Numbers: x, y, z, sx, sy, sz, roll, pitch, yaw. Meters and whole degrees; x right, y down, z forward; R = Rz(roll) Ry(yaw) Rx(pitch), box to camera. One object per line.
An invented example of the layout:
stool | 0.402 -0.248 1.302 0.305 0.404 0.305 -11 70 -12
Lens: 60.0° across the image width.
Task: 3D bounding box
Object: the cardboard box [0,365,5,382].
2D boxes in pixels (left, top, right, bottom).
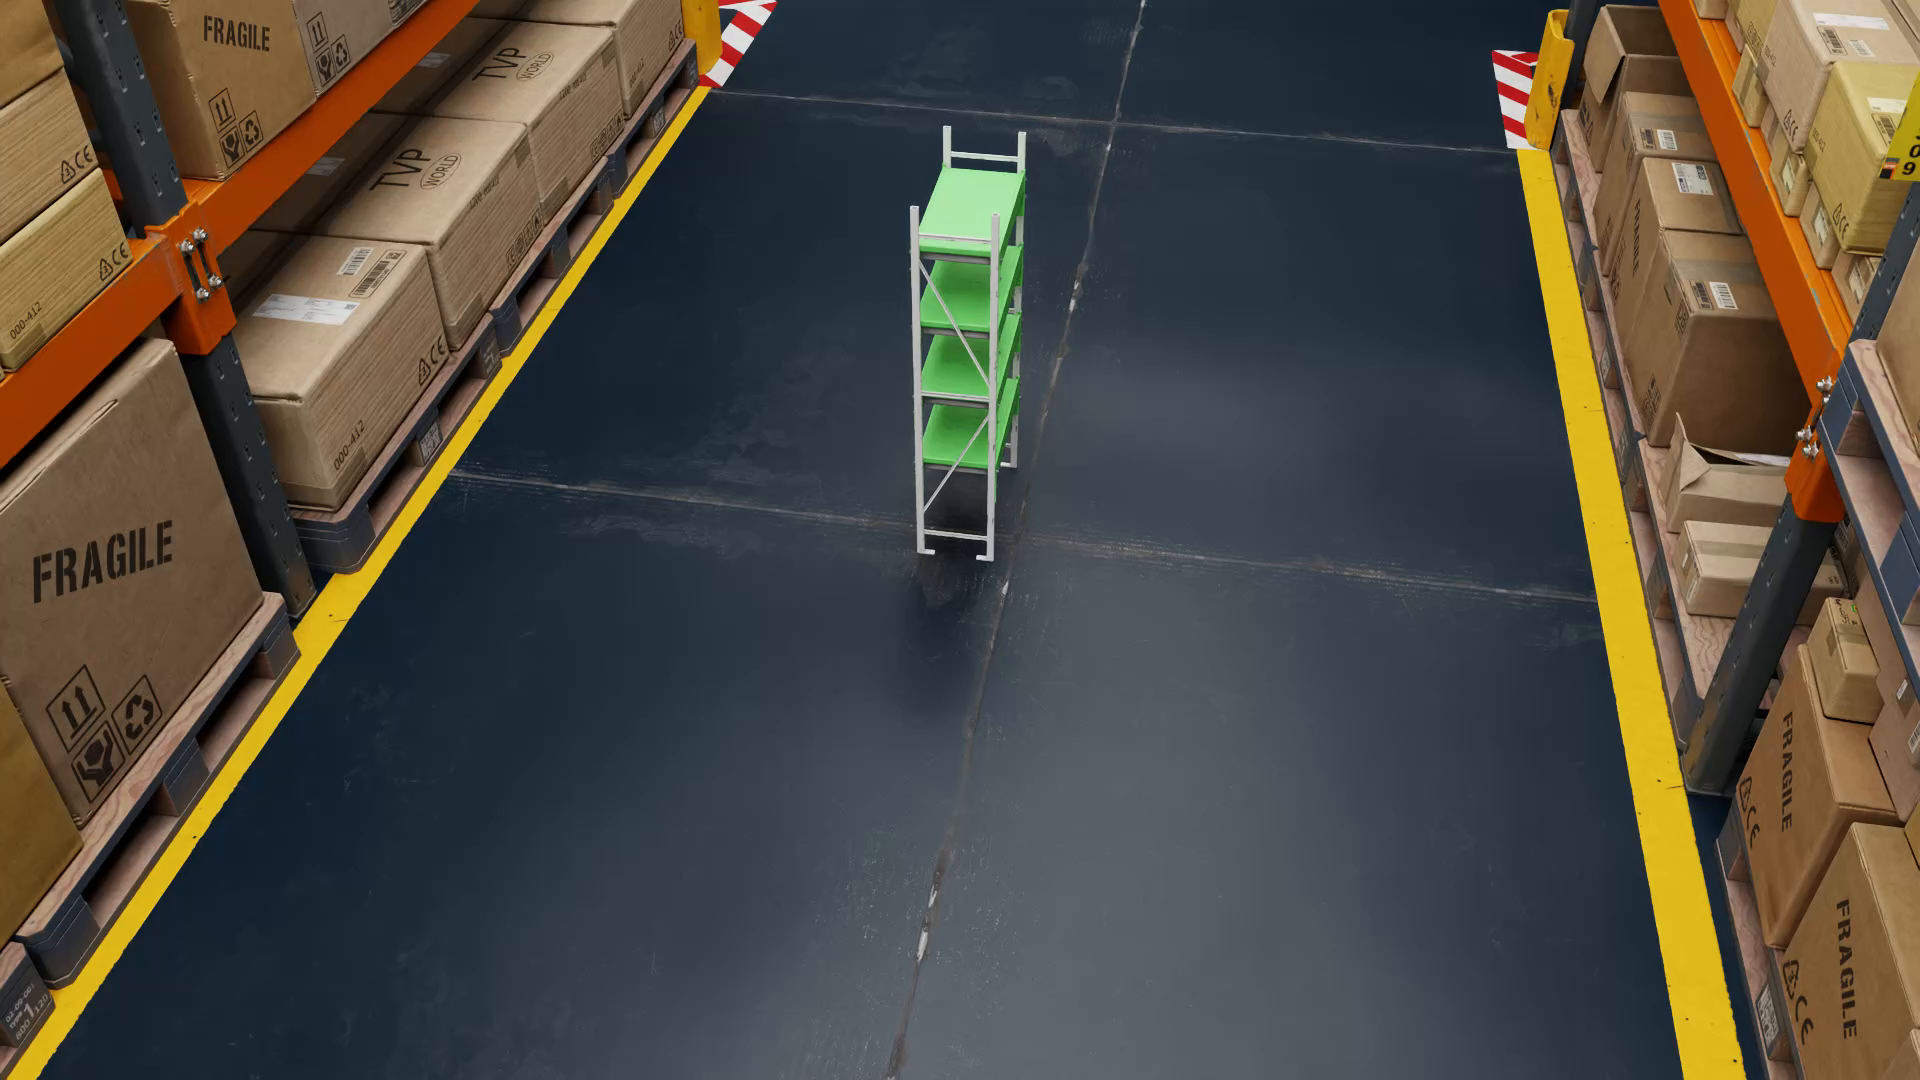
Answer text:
cardboard box | -2.370 -0.321 3.402 0.500 0.250 0.500 6 40 7

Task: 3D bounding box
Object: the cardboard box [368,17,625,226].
cardboard box | -1.925 -1.692 6.623 0.875 0.438 0.875 7 40 9

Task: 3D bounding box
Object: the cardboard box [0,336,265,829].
cardboard box | -2.480 0.047 4.176 0.875 0.875 0.875 8 40 9

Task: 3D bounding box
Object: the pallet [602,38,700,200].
pallet | -1.821 -1.933 7.422 1.003 0.211 1.213 6 40 8

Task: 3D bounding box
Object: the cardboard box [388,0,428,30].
cardboard box | -1.929 -1.938 5.162 0.500 0.500 0.500 7 40 8

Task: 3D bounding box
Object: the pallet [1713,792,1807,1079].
pallet | 2.334 1.127 3.722 1.003 0.211 1.213 6 40 8

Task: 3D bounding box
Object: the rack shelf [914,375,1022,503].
rack shelf | 0.029 -0.332 5.187 0.258 0.148 0.480 6 40 8

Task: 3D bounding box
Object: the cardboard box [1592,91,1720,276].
cardboard box | 2.745 -1.266 6.059 0.700 0.500 0.500 8 40 9

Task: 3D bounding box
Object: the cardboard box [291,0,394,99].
cardboard box | -2.021 -1.627 4.785 0.500 0.500 0.500 7 40 8

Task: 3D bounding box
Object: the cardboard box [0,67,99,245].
cardboard box | -2.288 -0.839 3.636 0.500 0.250 0.500 6 40 8

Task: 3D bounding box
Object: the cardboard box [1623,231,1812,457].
cardboard box | 2.565 -0.614 5.271 0.700 0.500 0.500 5 40 6

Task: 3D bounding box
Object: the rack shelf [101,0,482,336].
rack shelf | -2.105 -1.985 5.862 1.077 0.370 4.000 6 40 8

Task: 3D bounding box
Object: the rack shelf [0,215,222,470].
rack shelf | -2.798 0.525 2.826 1.077 0.370 4.000 6 40 8

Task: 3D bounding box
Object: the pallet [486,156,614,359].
pallet | -2.034 -1.169 6.499 1.003 0.211 1.213 6 40 8

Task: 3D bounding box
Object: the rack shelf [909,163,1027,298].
rack shelf | 0.029 -0.887 4.728 0.258 0.148 0.480 6 40 8

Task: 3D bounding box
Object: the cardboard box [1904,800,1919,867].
cardboard box | 2.109 0.629 3.258 0.380 0.149 0.250 4 40 5

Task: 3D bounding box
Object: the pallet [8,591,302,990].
pallet | -2.511 0.560 4.407 1.003 0.211 1.213 6 40 8

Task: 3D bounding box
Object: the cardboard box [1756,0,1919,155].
cardboard box | 2.358 -1.182 4.210 0.500 0.250 0.500 7 40 8

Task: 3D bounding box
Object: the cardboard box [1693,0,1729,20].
cardboard box | 2.506 -1.729 5.185 0.380 0.149 0.250 7 40 9

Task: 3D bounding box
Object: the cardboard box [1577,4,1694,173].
cardboard box | 2.931 -1.799 6.702 0.797 0.503 0.637 5 40 6

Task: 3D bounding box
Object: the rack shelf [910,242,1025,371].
rack shelf | 0.029 -0.702 4.881 0.258 0.148 0.480 6 40 8

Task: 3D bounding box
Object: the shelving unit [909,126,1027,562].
shelving unit | 0.029 -0.566 4.993 0.258 1.200 0.503 6 40 8

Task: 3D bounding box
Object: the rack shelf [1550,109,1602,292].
rack shelf | -12.545 -0.712 3.915 30.696 2.800 11.642 6 40 8

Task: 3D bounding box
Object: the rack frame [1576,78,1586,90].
rack frame | 3.127 -2.973 6.492 0.949 2.616 0.053 6 40 8

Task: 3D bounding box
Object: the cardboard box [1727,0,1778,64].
cardboard box | 2.457 -1.493 4.587 0.500 0.250 0.500 6 40 7

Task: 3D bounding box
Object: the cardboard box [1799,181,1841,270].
cardboard box | 2.268 -0.759 4.012 0.380 0.149 0.250 7 40 9

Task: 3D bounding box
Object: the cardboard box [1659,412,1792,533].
cardboard box | 2.307 -0.177 4.926 0.396 0.266 0.258 8 40 9

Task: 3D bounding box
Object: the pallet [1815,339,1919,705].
pallet | 2.192 0.101 2.925 1.003 0.211 1.213 6 40 8

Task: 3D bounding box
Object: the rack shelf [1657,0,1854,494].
rack shelf | 2.784 -1.440 5.203 1.077 0.370 4.000 6 40 8

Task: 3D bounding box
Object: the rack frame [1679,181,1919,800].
rack frame | 2.438 -0.463 3.455 1.000 3.000 0.127 6 40 8

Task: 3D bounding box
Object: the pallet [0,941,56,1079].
pallet | -2.720 1.328 3.479 1.003 0.211 1.213 6 40 8

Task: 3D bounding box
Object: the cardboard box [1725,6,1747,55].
cardboard box | 2.529 -1.560 4.980 0.380 0.149 0.250 6 40 8

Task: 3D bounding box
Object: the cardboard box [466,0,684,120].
cardboard box | -1.775 -2.267 7.319 0.875 0.438 0.875 5 40 6

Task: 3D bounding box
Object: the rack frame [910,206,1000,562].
rack frame | -0.014 -0.413 4.808 0.240 1.200 0.015 6 40 8

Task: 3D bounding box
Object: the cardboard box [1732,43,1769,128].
cardboard box | 2.378 -1.250 4.605 0.380 0.149 0.250 6 40 7

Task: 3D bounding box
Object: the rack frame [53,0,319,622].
rack frame | -2.452 -1.008 4.115 1.000 3.000 0.127 6 40 8

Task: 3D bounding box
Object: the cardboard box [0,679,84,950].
cardboard box | -2.629 0.615 3.490 0.875 0.875 0.875 7 40 9

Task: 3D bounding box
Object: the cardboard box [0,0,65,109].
cardboard box | -2.282 -1.123 3.391 0.500 0.500 0.500 8 40 9

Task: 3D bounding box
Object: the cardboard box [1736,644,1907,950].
cardboard box | 2.133 0.618 3.781 0.500 0.500 0.500 8 40 10

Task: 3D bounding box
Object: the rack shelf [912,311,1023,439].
rack shelf | 0.029 -0.517 5.034 0.258 0.148 0.480 6 40 8

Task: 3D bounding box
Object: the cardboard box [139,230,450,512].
cardboard box | -2.237 -0.564 5.259 0.875 0.438 0.875 6 40 7

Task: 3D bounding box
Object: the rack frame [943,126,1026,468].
rack frame | 0.071 -0.719 5.179 0.240 1.200 0.015 6 40 8

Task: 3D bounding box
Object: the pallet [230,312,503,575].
pallet | -2.243 -0.401 5.570 1.003 0.211 1.213 6 40 8

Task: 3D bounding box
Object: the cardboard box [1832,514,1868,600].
cardboard box | 2.785 0.023 4.648 0.500 0.311 0.500 8 40 9

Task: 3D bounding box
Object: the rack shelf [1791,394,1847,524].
rack shelf | 2.092 1.070 2.166 1.077 0.370 4.000 6 40 8

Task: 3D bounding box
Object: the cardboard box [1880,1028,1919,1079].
cardboard box | 1.959 1.266 2.997 0.500 0.500 0.500 5 40 6

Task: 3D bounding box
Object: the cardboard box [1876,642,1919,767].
cardboard box | 2.116 0.339 3.376 0.380 0.149 0.250 5 40 6

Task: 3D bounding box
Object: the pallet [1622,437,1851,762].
pallet | 2.558 0.181 4.865 1.003 0.211 1.213 6 40 8
